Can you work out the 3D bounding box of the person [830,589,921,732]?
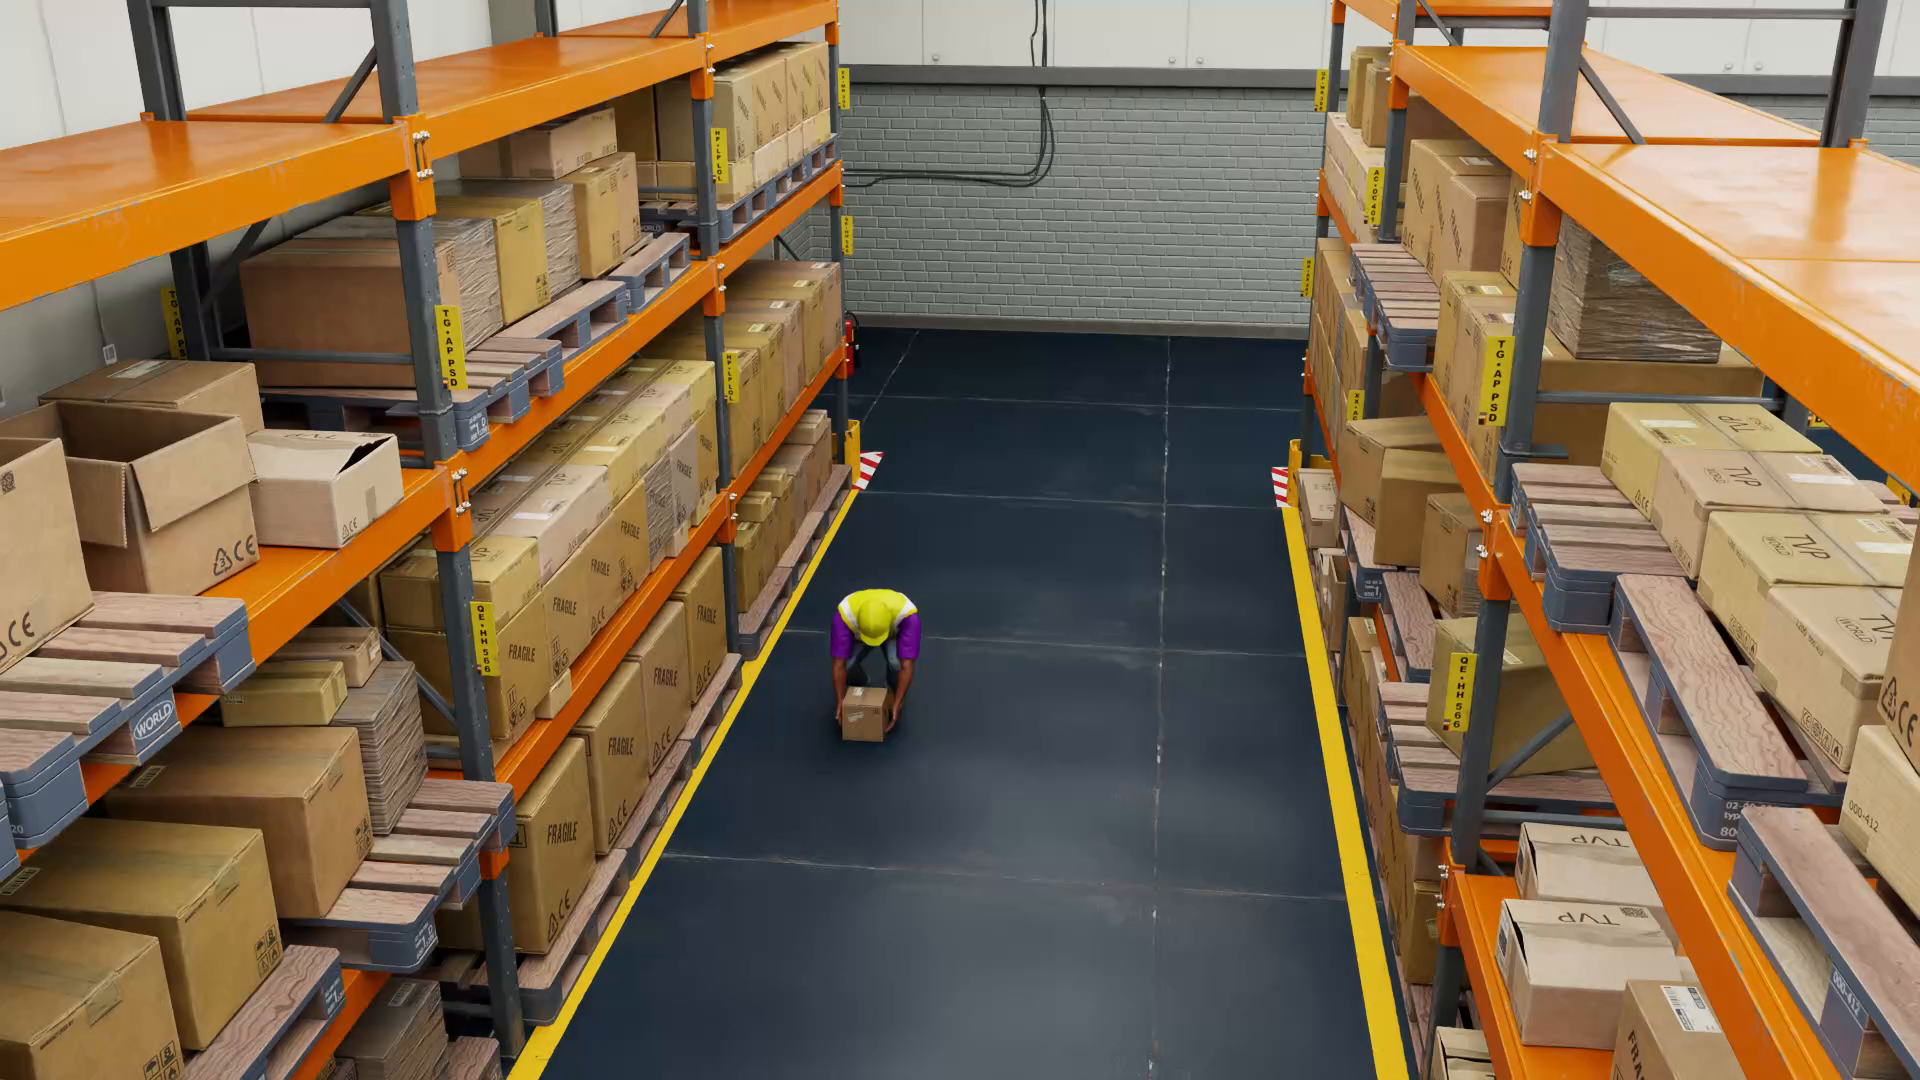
[{"bbox_3d":[-0.514,0.662,10.539,0.567,0.903,0.896,3,21,7],"label":"person"}]
